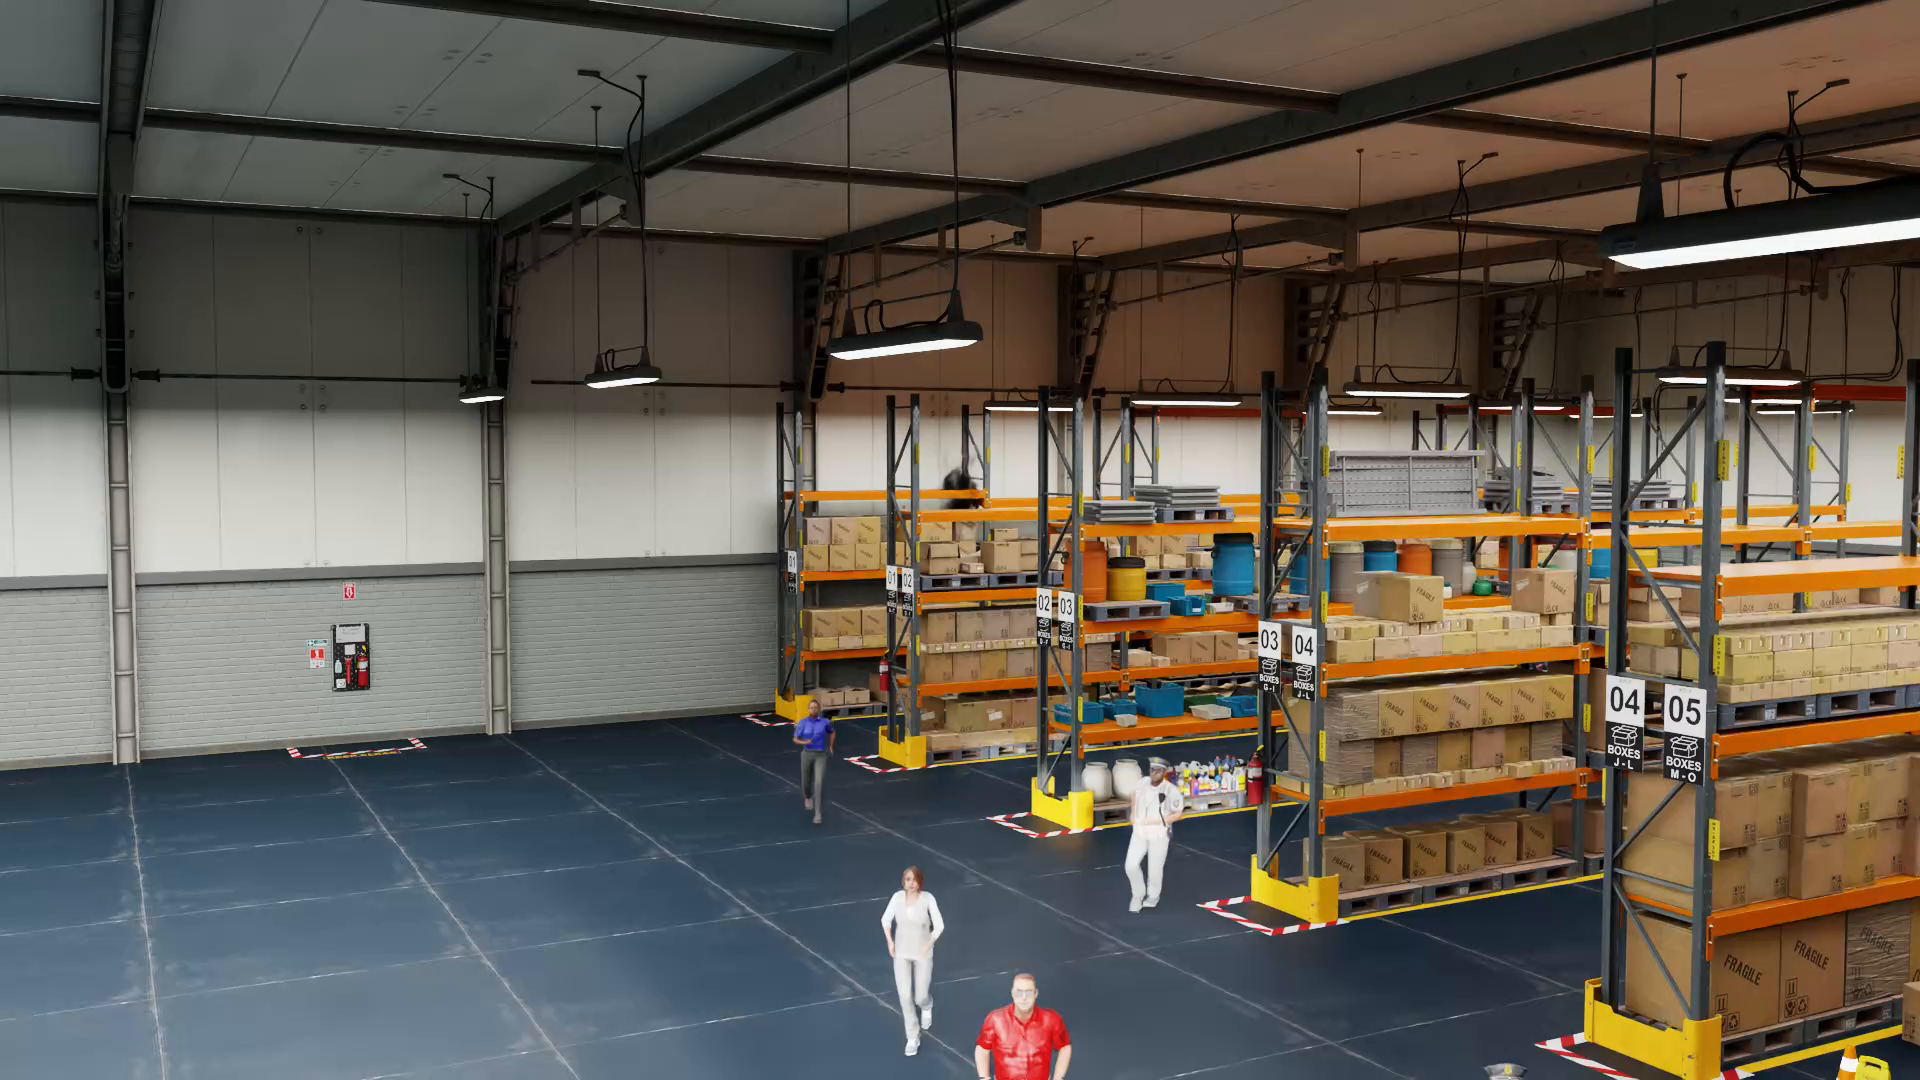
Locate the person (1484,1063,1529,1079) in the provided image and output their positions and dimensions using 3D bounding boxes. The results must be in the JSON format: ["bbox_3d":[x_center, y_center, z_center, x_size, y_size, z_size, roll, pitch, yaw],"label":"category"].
[{"bbox_3d":[3.100,3.799,9.485,0.608,1.656,0.540,1,3,10],"label":"person"}]

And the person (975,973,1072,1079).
[{"bbox_3d":[0.427,3.700,11.147,0.650,1.680,0.652,0,3,0],"label":"person"}]

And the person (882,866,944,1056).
[{"bbox_3d":[-0.410,3.573,14.326,0.548,1.578,0.601,0,3,7],"label":"person"}]

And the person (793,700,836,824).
[{"bbox_3d":[-2.011,3.070,22.999,0.580,1.539,0.931,0,3,-4],"label":"person"}]

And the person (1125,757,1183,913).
[{"bbox_3d":[2.163,3.264,18.391,0.661,1.802,0.645,2,4,26],"label":"person"}]
